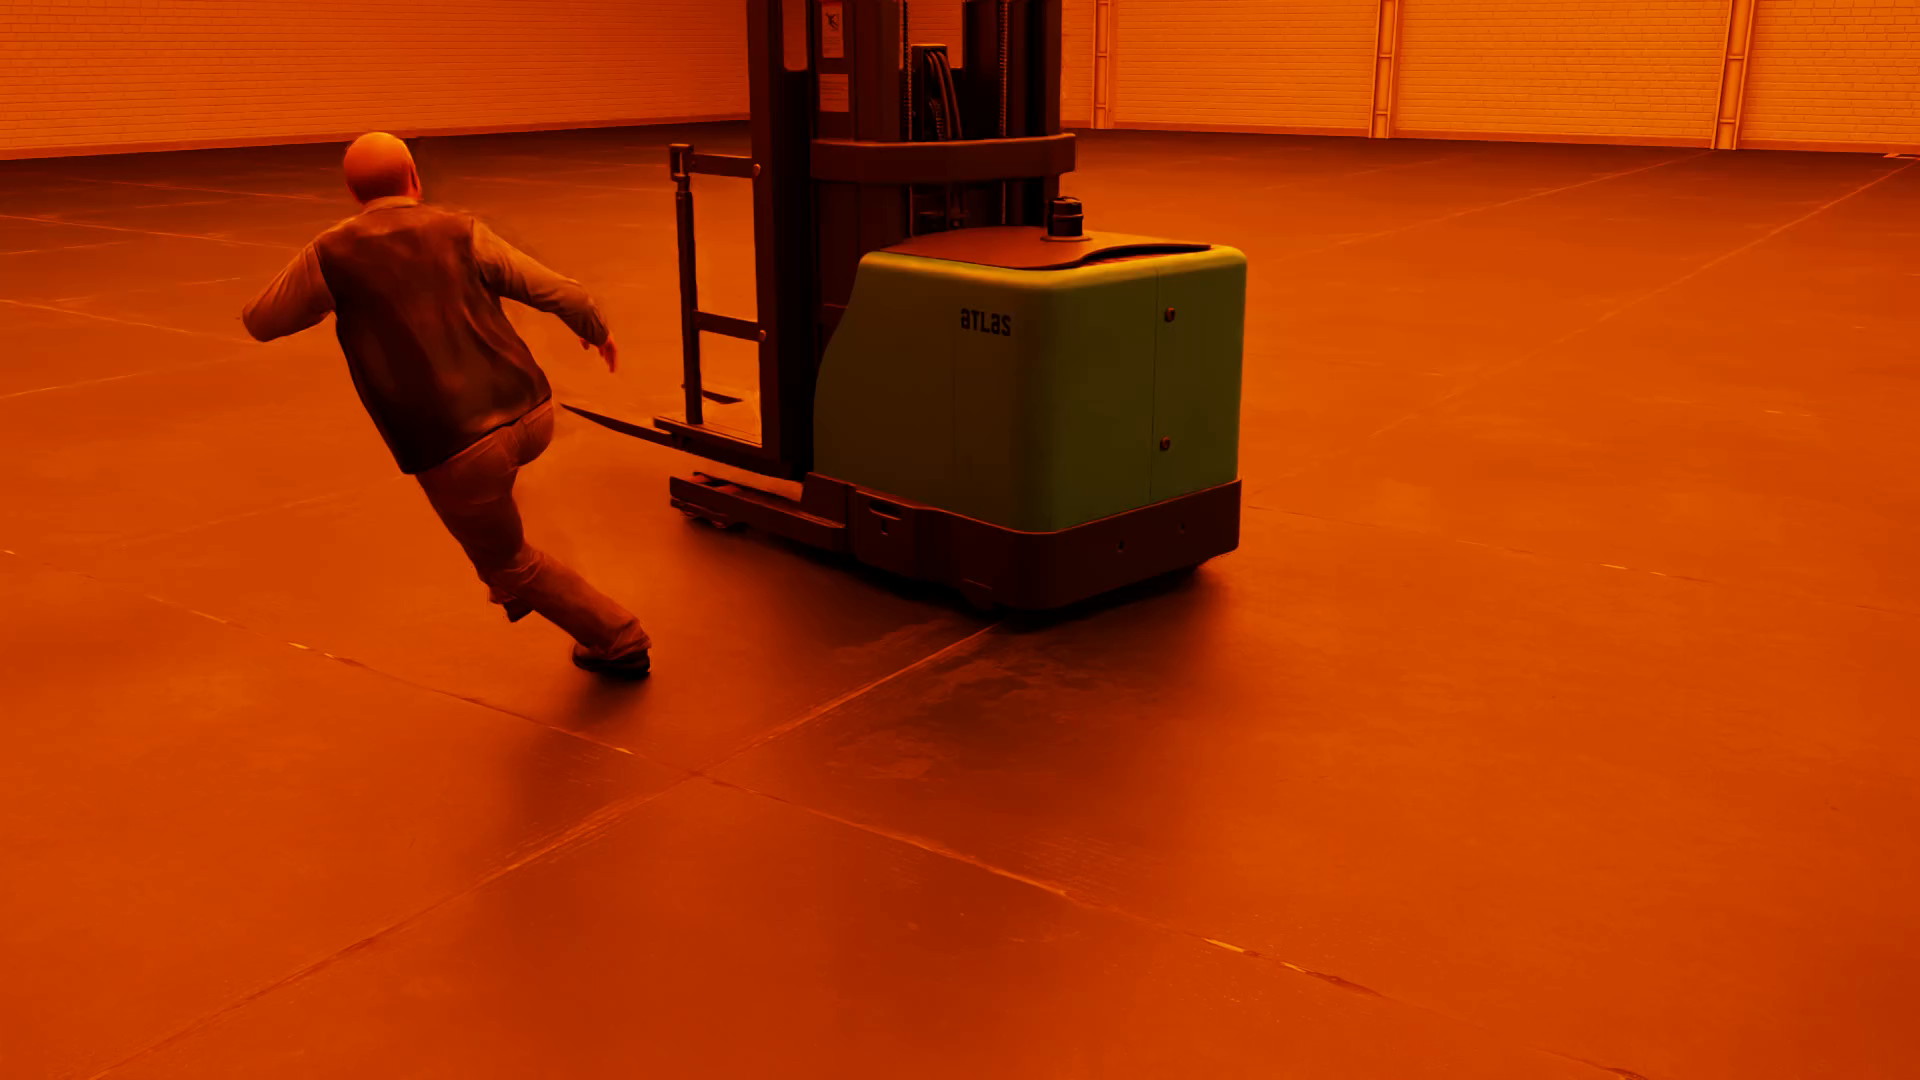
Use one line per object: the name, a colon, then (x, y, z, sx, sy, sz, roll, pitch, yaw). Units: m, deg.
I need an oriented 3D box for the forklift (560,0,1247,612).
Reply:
forklift: (-0.436, -1.530, 5.948, 1.130, 2.935, 3.031, -15, 22, -41)

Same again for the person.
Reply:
person: (-1.347, -0.341, 4.509, 0.960, 1.492, 0.876, -15, 22, -40)
